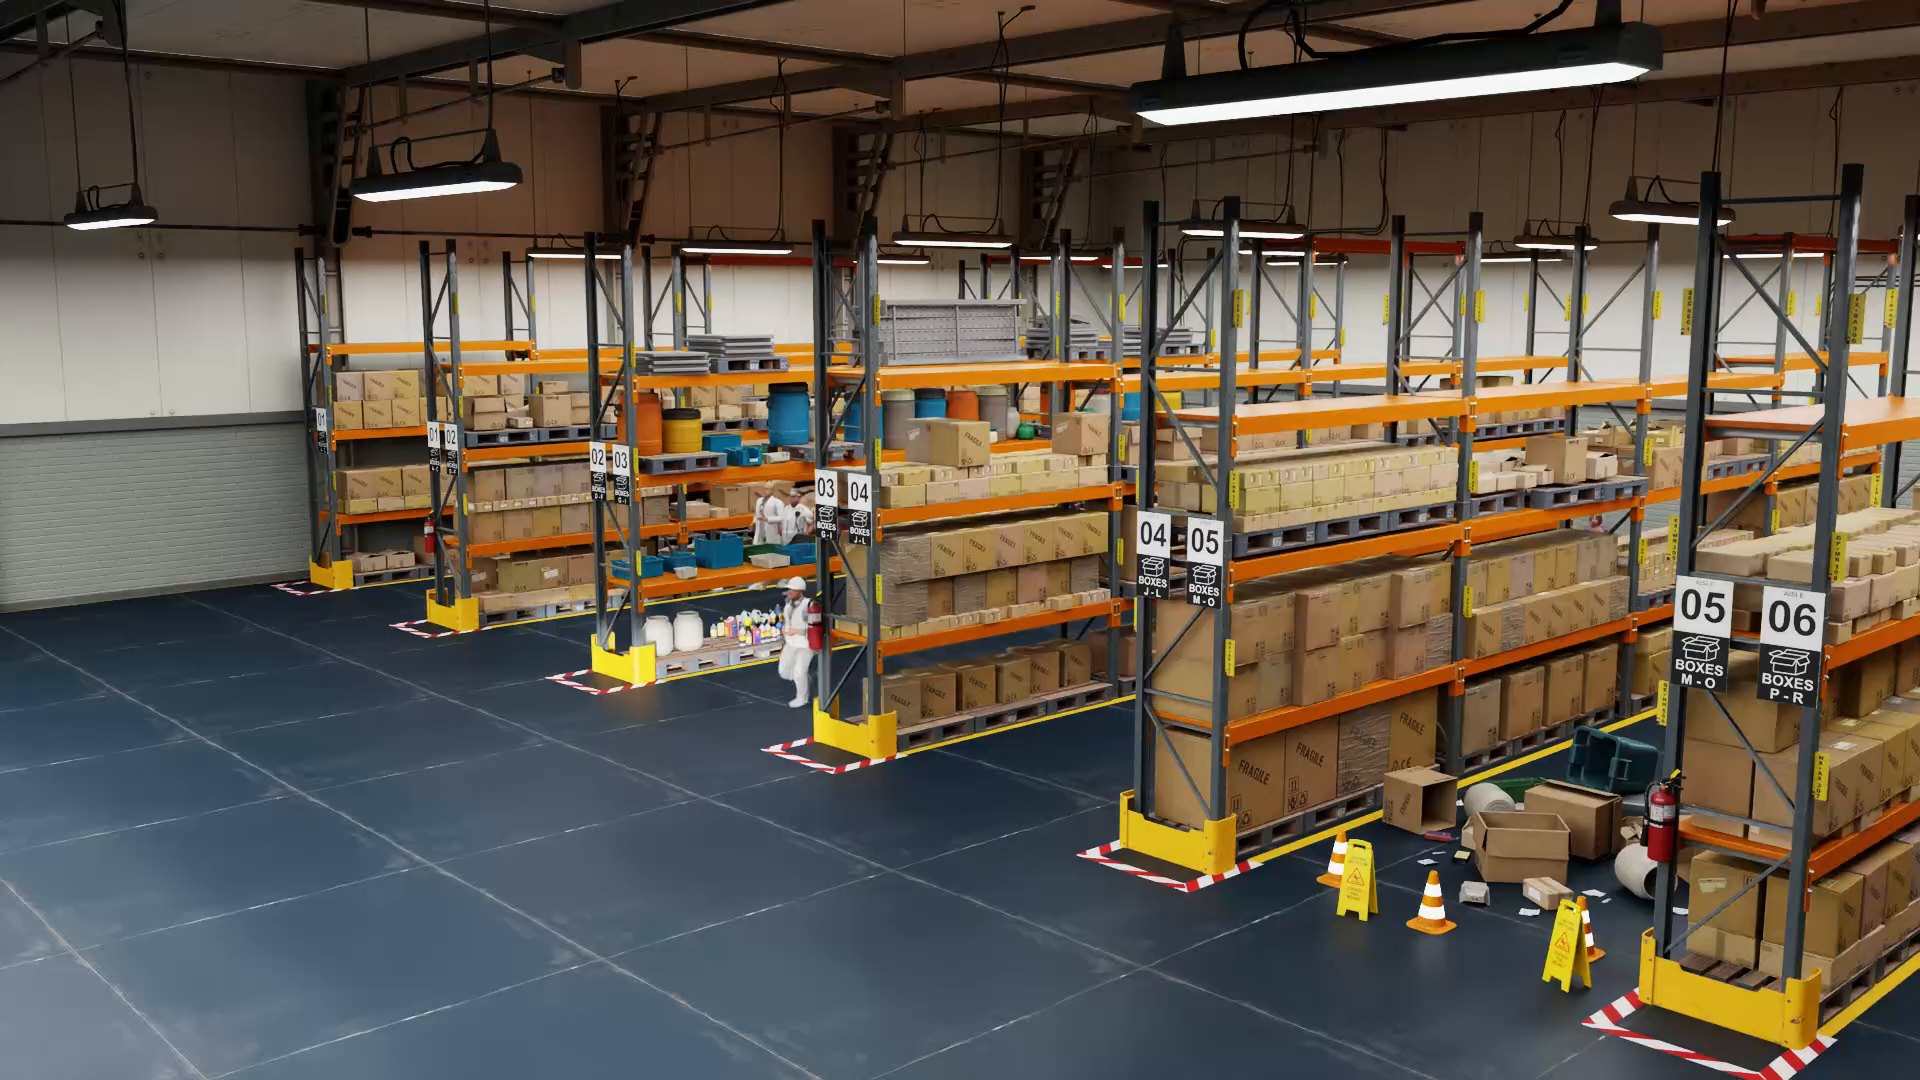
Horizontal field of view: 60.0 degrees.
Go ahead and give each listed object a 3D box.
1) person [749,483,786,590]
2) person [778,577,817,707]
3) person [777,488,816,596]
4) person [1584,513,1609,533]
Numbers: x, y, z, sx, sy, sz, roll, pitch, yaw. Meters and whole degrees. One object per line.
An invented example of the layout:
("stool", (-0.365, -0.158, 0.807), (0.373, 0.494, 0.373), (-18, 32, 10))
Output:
("person", (-3.216, -0.054, 27.703), (0.714, 1.805, 0.959), (4, 9, 28))
("person", (-1.986, 1.282, 20.884), (0.629, 1.707, 0.619), (6, 10, 35))
("person", (-2.703, 0.028, 27.281), (0.674, 1.786, 0.720), (6, 10, 34))
("person", (10.565, 0.319, 27.696), (0.511, 1.568, 0.636), (7, 11, 41))
